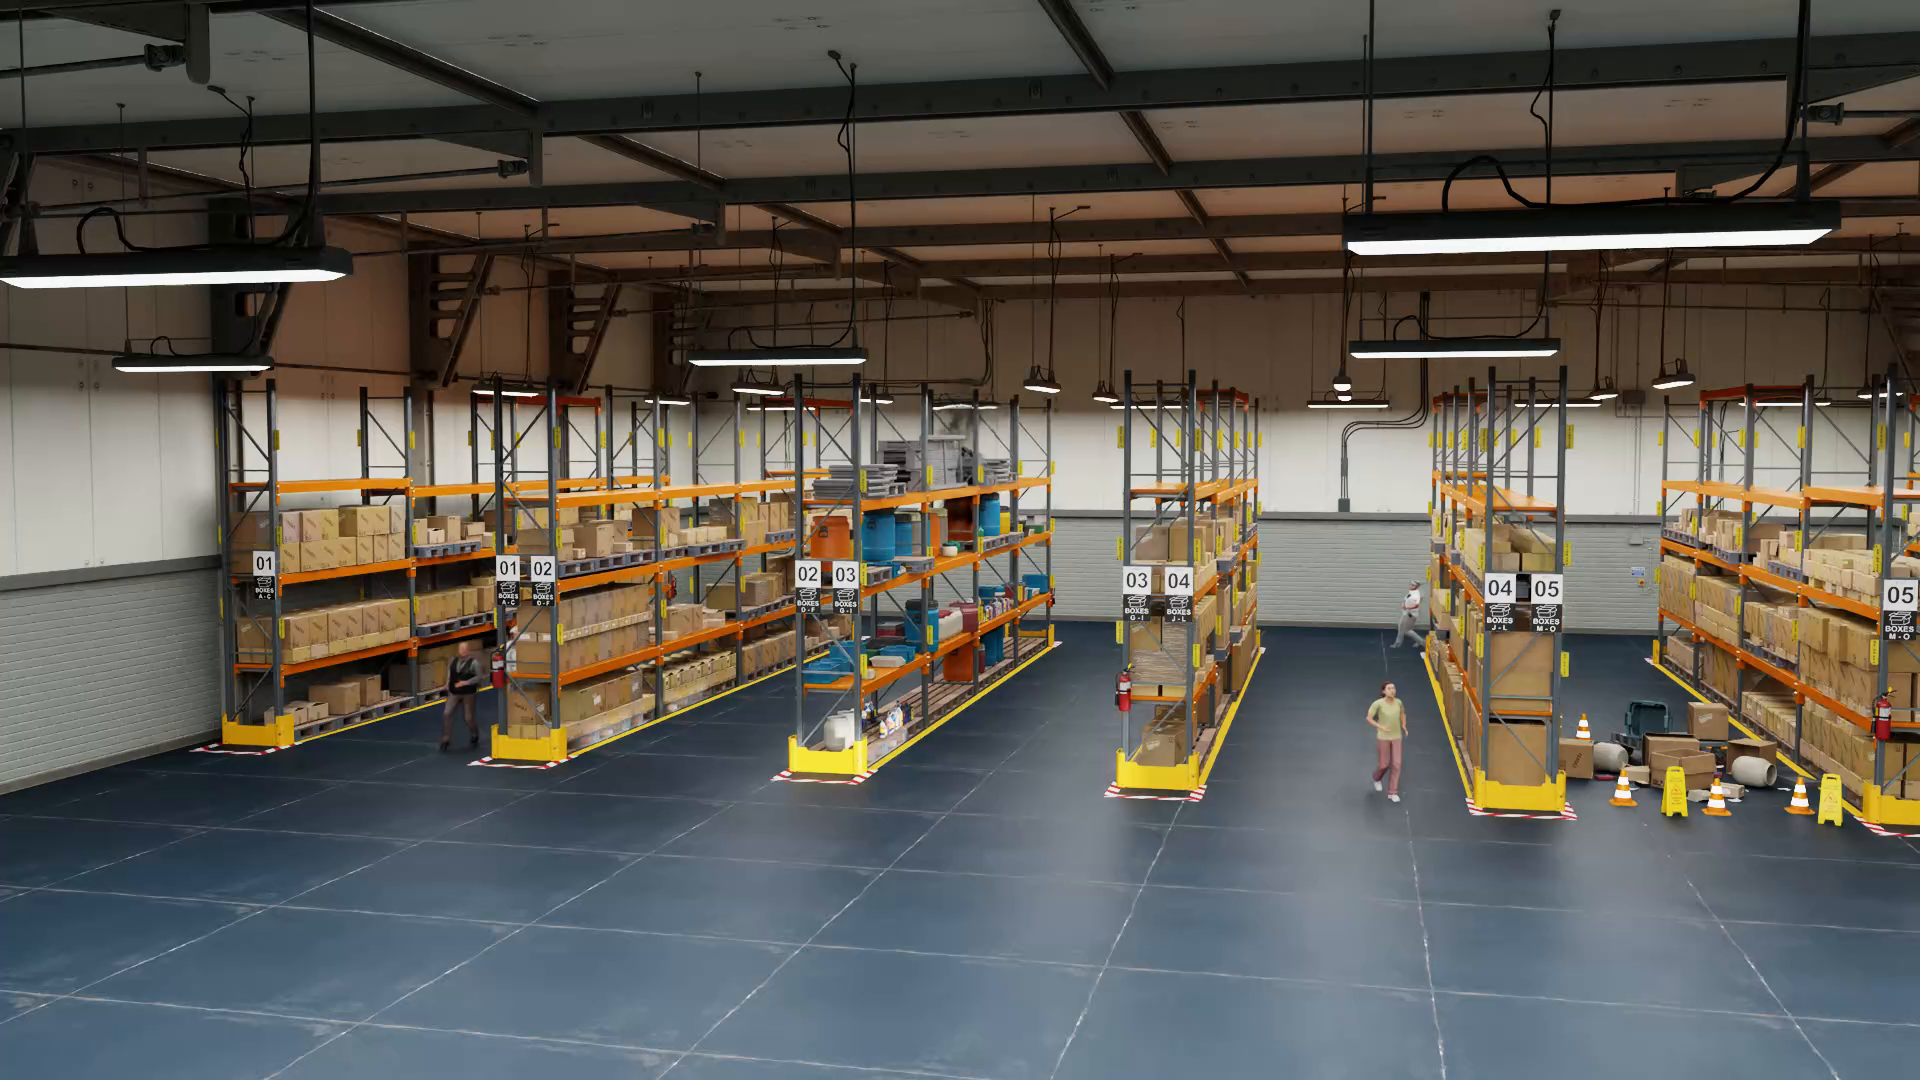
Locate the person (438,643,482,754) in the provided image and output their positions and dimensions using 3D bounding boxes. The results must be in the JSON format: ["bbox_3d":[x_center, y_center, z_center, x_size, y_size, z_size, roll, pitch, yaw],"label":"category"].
[{"bbox_3d":[-8.040,2.535,26.908,0.656,1.754,0.863,0,3,6],"label":"person"}]

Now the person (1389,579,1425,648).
[{"bbox_3d":[10.659,1.770,39.630,0.800,1.727,0.784,1,4,12],"label":"person"}]

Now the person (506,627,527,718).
[{"bbox_3d":[-7.693,2.386,28.787,0.696,1.762,0.941,0,3,7],"label":"person"}]

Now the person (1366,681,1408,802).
[{"bbox_3d":[5.983,2.906,23.260,0.604,1.402,0.734,0,3,-8],"label":"person"}]
